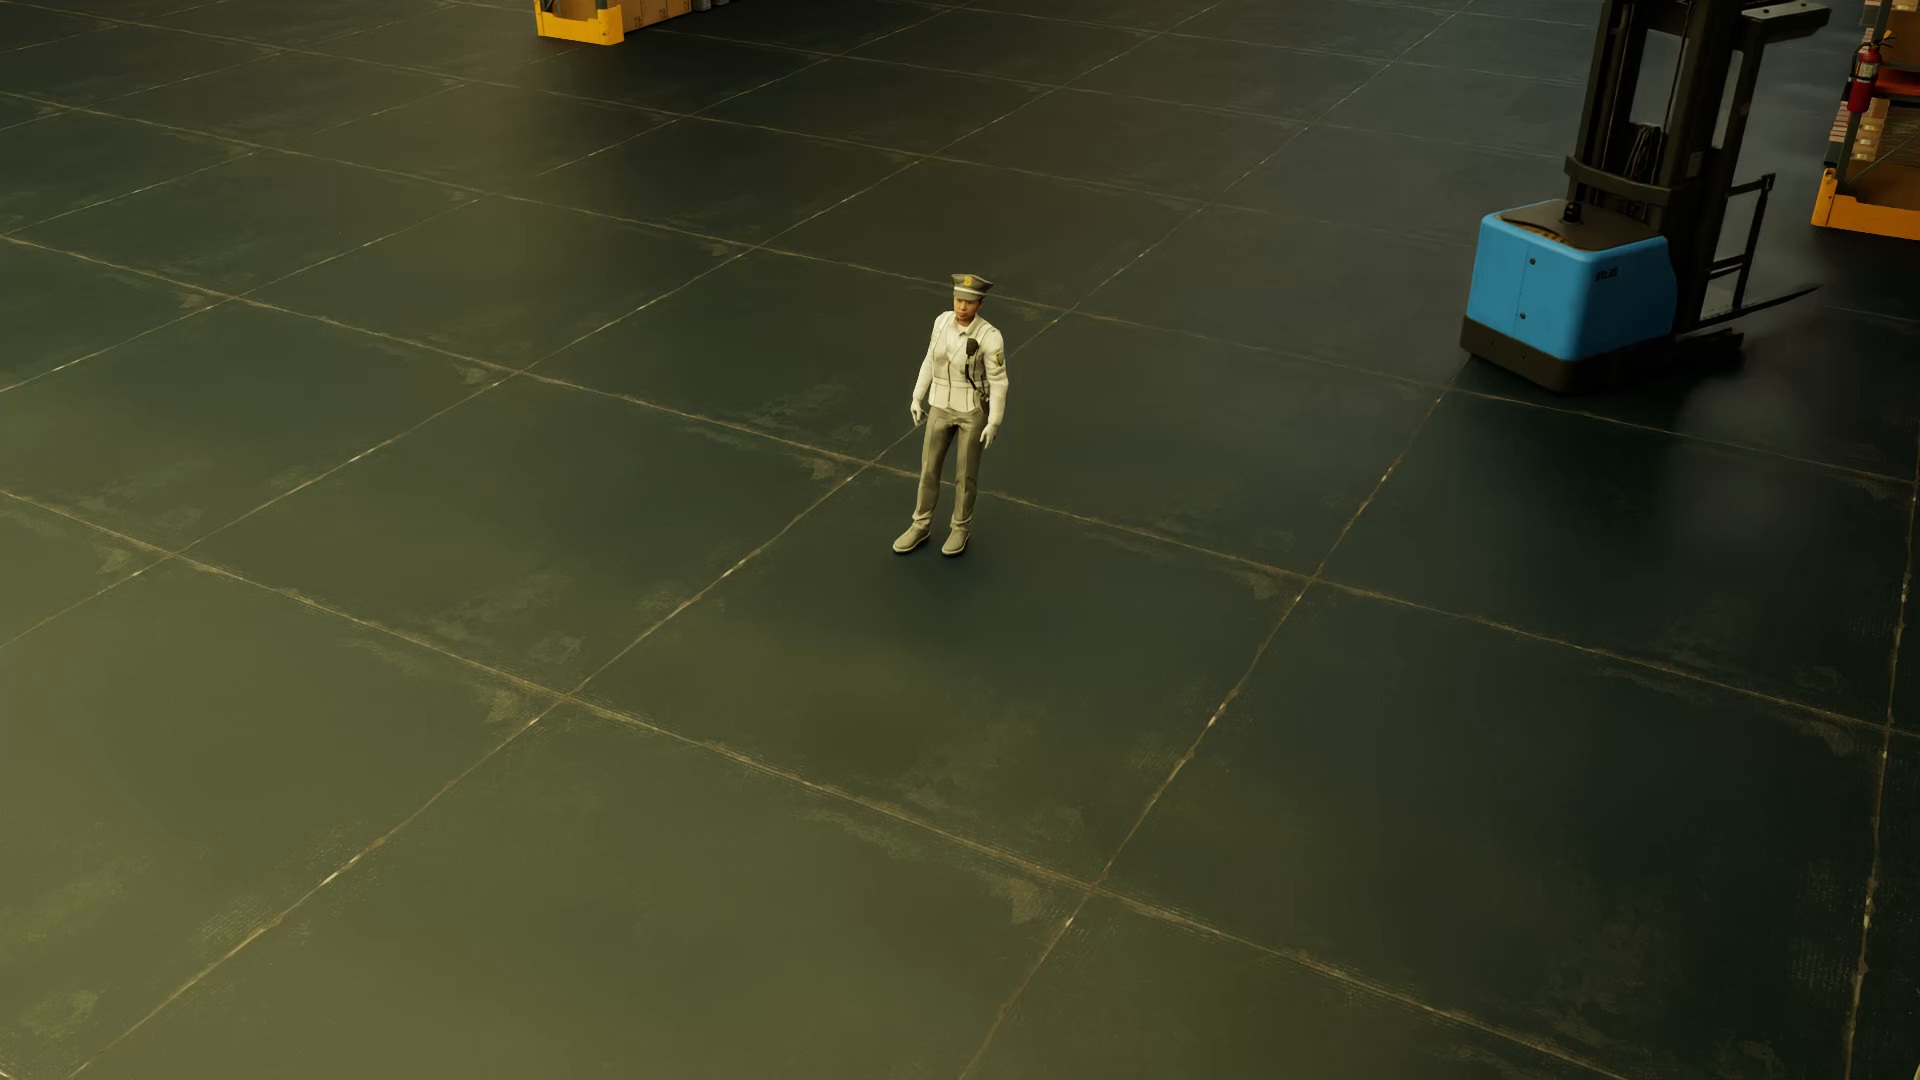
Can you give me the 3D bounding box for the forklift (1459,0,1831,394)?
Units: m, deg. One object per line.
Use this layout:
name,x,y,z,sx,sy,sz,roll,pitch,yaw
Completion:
forklift,5.247,-2.825,11.966,3.031,2.935,1.130,-16,34,-26

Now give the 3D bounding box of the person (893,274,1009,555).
person,-0.039,-0.712,9.526,0.587,1.694,0.530,15,33,25
